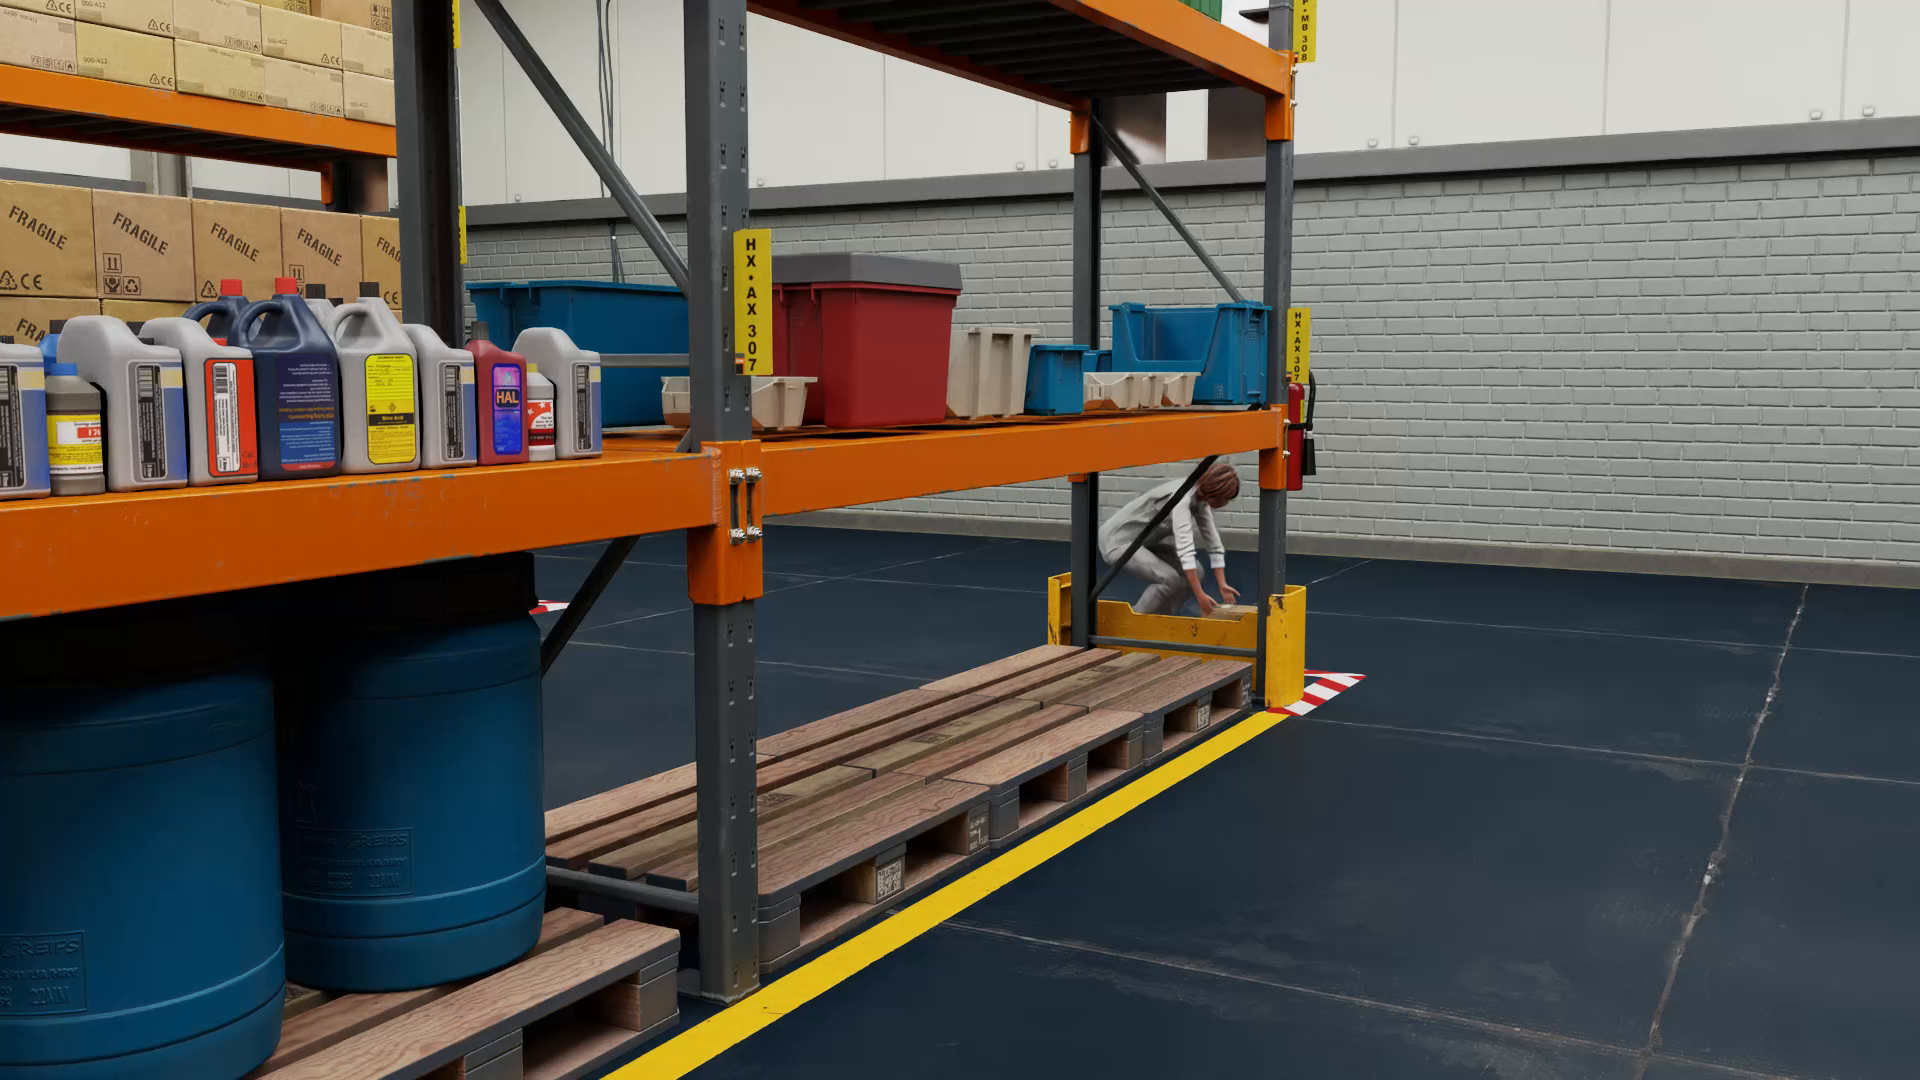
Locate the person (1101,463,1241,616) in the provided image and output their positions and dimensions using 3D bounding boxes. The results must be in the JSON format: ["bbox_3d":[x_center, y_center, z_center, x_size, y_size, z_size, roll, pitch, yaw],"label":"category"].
[{"bbox_3d":[1.101,0.089,8.762,0.763,0.986,0.456,4,7,35],"label":"person"}]
